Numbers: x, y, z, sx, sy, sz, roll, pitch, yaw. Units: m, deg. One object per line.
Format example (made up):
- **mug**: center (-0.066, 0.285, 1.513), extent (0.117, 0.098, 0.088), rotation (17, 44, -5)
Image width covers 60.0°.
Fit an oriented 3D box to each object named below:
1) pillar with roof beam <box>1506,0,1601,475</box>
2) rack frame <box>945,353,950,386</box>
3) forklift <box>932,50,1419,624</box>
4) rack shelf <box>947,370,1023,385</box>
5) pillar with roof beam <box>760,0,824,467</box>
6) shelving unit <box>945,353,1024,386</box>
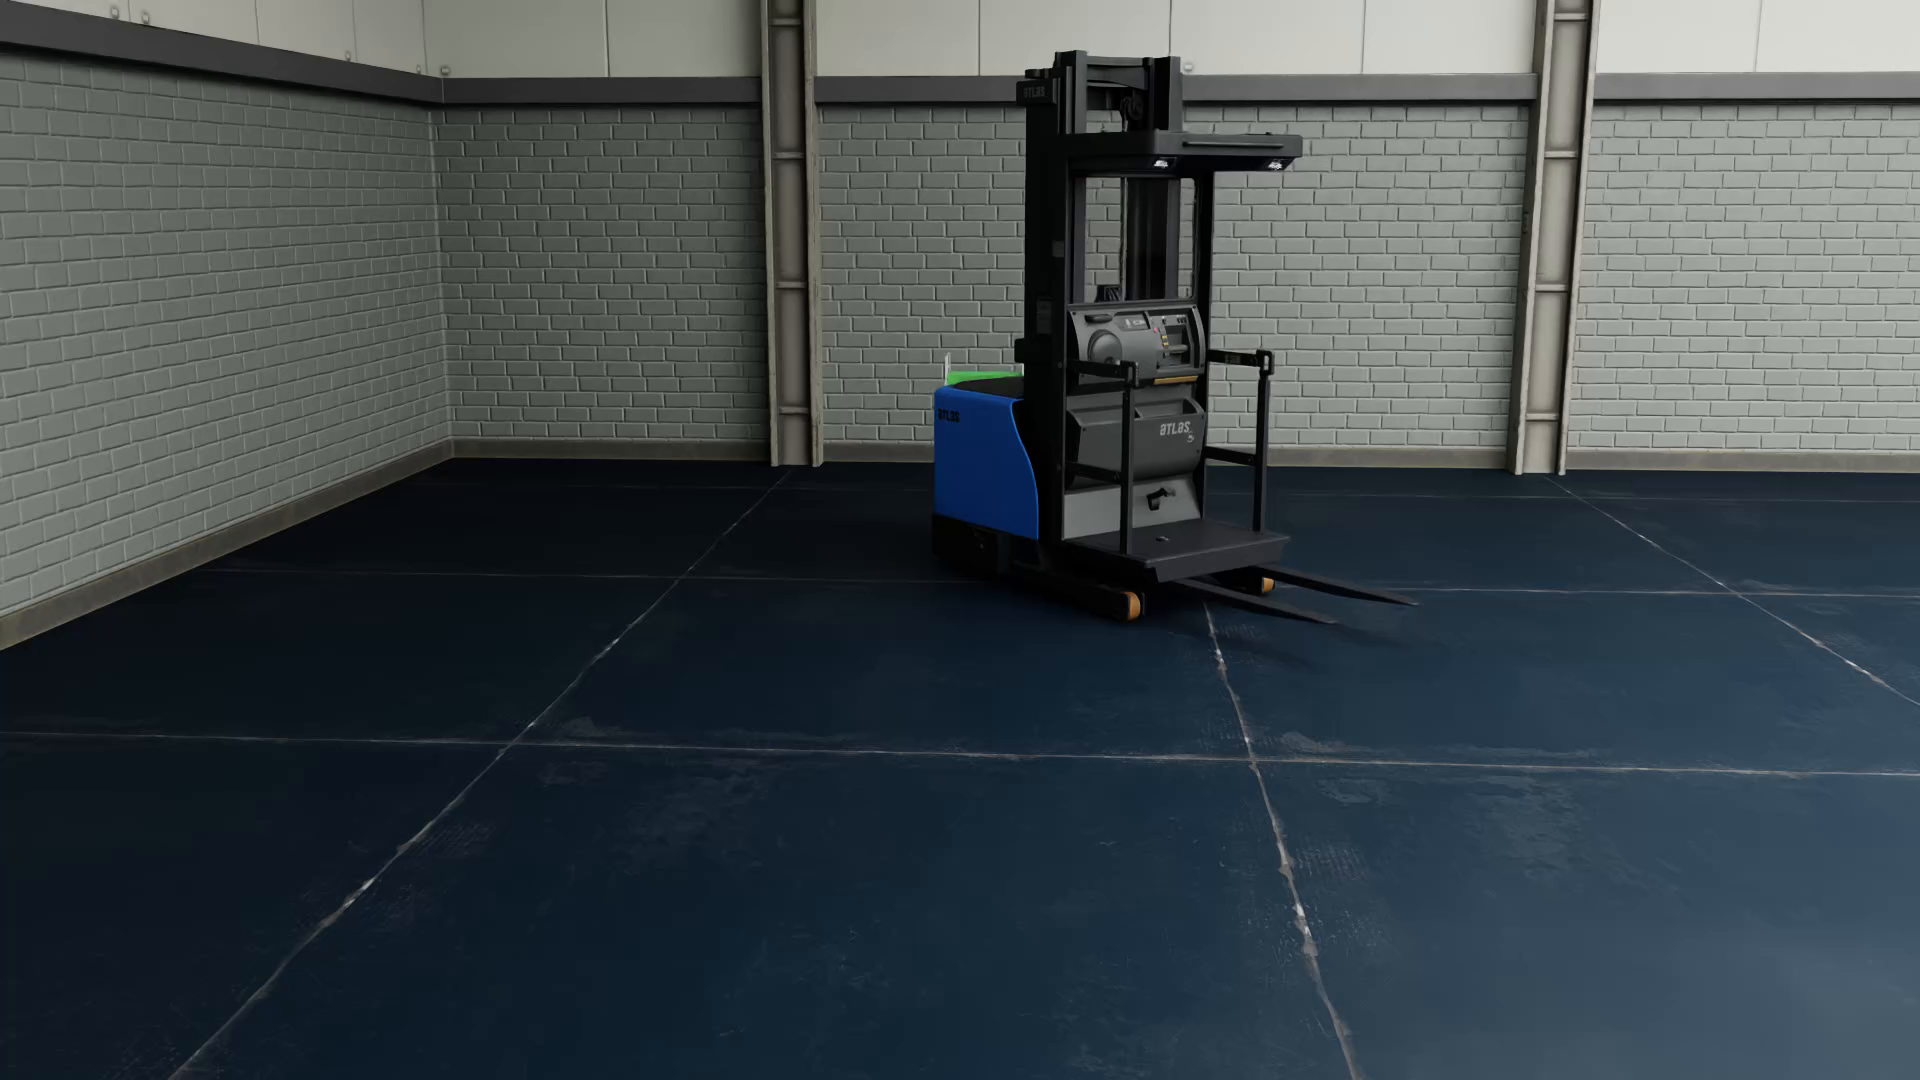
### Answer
- **pillar with roof beam**: center (4.349, -4.079, 8.287), extent (0.400, 9.000, 9.100), rotation (1, 12, 4)
- **rack frame**: center (-0.078, -0.588, 10.650), extent (0.015, 1.200, 0.240), rotation (1, 12, 4)
- **forklift**: center (1.105, -1.117, 8.948), extent (1.130, 2.935, 3.031), rotation (-9, 15, -35)
- **rack shelf**: center (0.165, -0.992, 10.549), extent (0.480, 0.148, 0.258), rotation (1, 12, 4)
- **pillar with roof beam**: center (-1.637, -4.161, 8.680), extent (0.400, 9.000, 9.100), rotation (1, 12, 4)
- **shelving unit**: center (0.165, -0.585, 10.634), extent (0.503, 1.200, 0.258), rotation (1, 12, 4)
